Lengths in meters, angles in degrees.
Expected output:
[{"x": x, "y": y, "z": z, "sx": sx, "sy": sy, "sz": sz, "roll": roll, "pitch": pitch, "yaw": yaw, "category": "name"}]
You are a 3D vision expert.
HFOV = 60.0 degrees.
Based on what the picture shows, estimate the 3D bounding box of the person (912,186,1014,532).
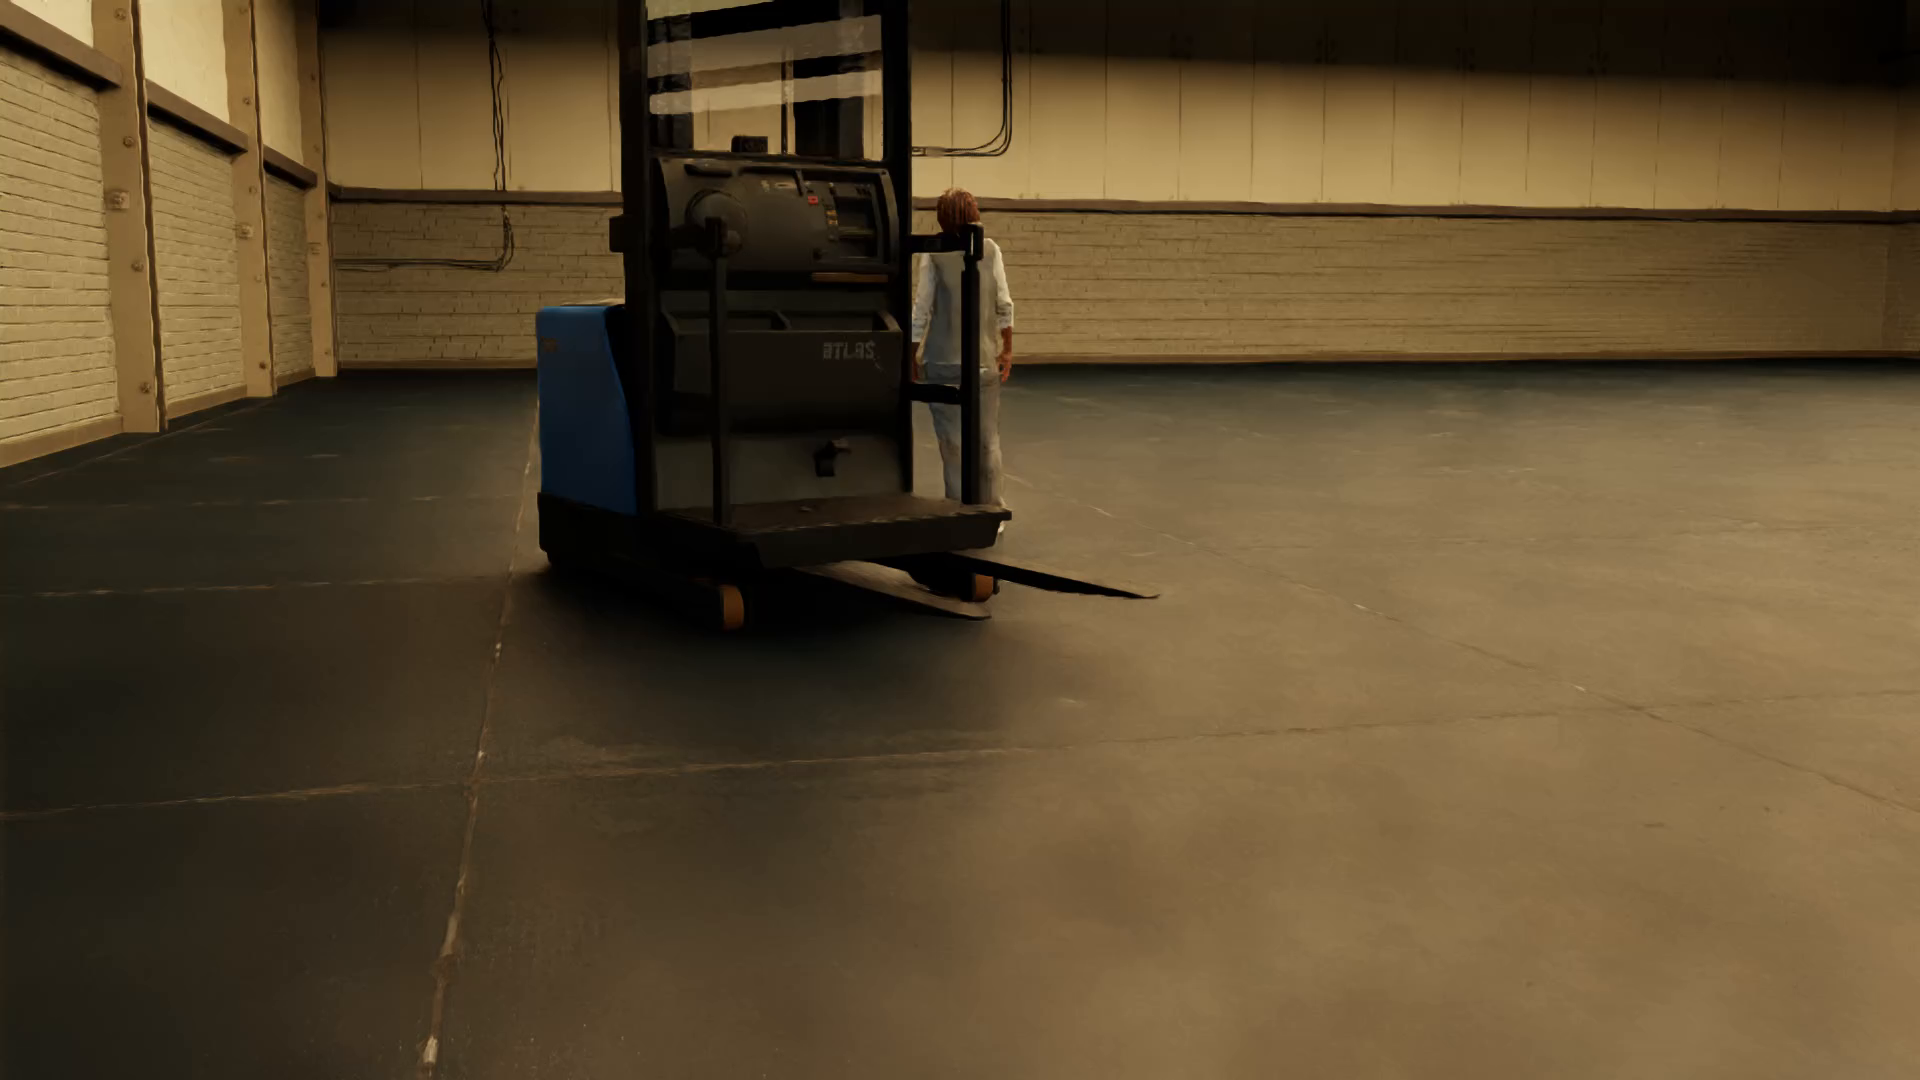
[{"x": -0.004, "y": -0.808, "z": 7.670, "sx": 0.521, "sy": 1.597, "sz": 0.474, "roll": -2, "pitch": 8, "yaw": -13, "category": "person"}]

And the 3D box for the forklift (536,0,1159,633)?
[{"x": -0.521, "y": -1.217, "z": 5.832, "sx": 1.130, "sy": 2.935, "sz": 3.031, "roll": -5, "pitch": 10, "yaw": -33, "category": "forklift"}]
